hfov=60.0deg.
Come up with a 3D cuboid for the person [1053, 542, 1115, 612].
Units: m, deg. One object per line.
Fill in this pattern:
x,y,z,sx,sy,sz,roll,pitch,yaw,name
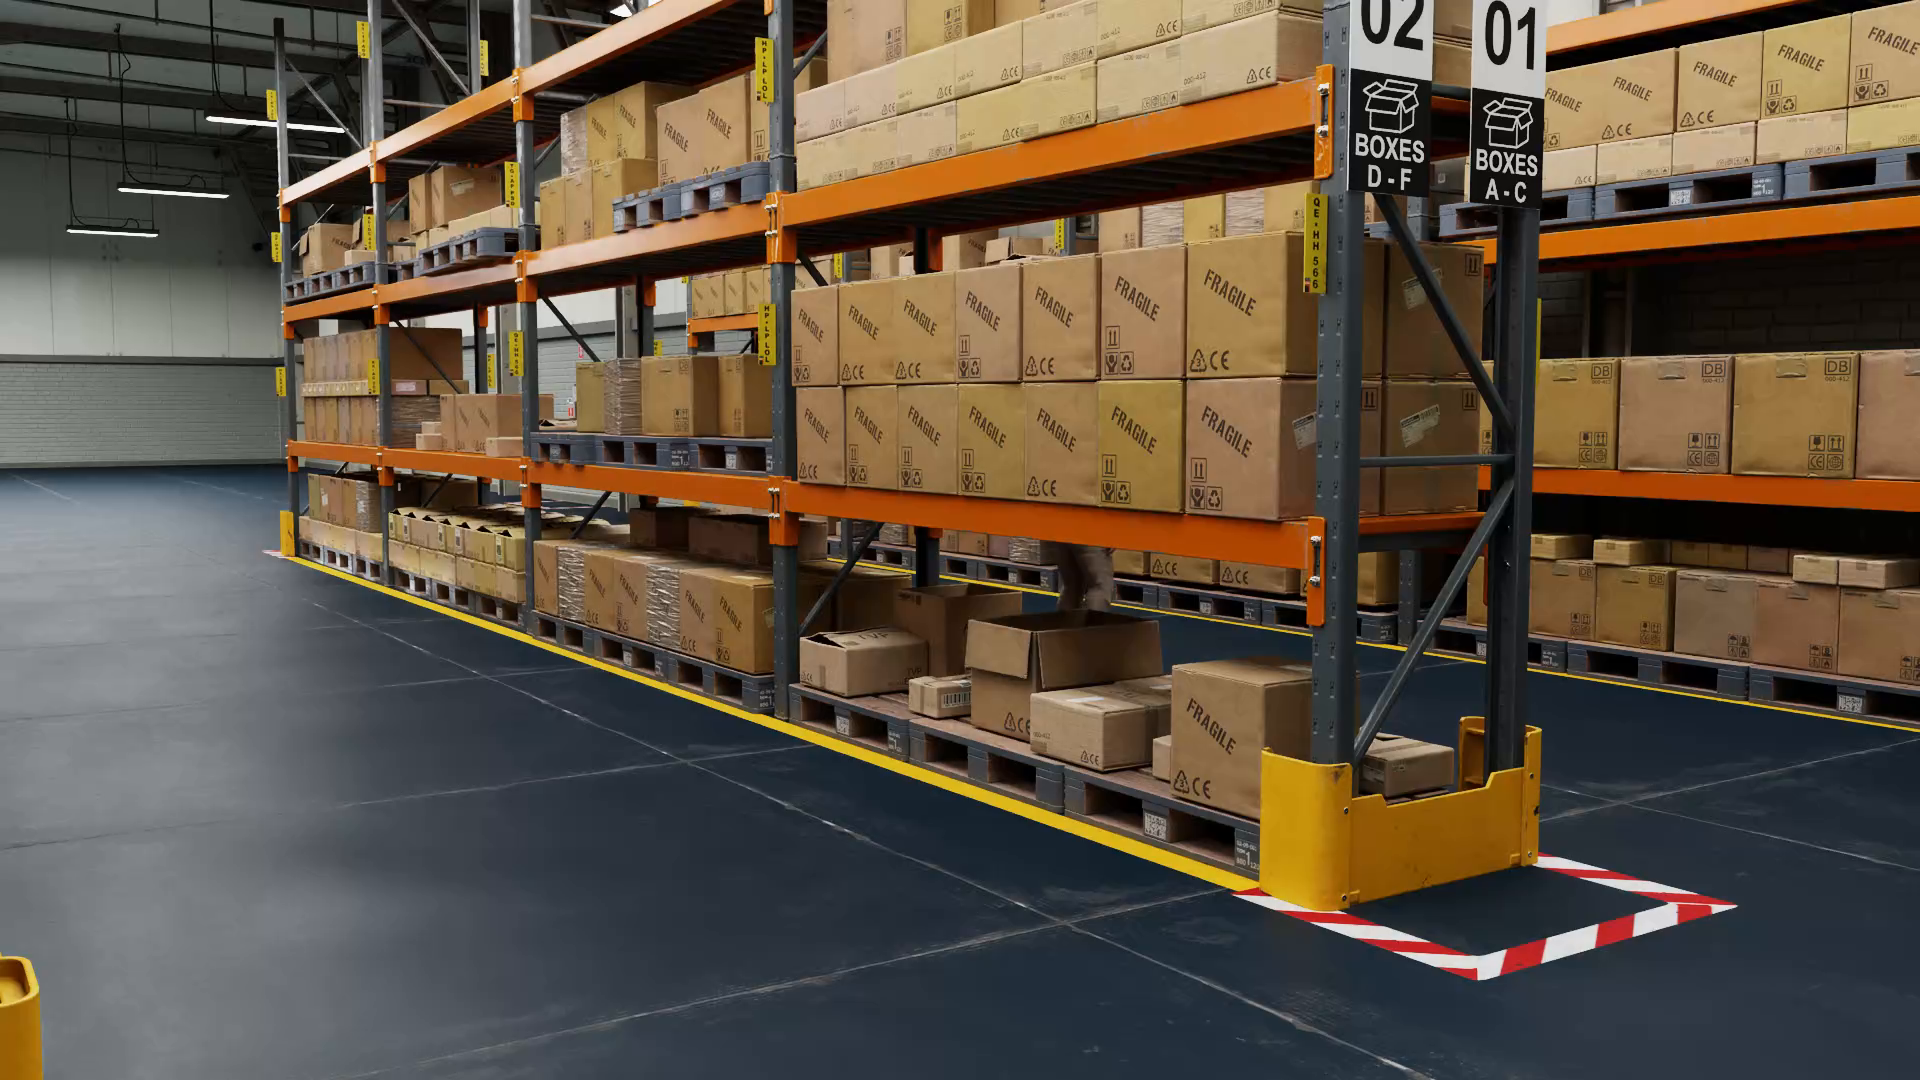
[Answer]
0.832,-0.059,11.129,0.388,1.726,0.587,-3,6,-34,person
